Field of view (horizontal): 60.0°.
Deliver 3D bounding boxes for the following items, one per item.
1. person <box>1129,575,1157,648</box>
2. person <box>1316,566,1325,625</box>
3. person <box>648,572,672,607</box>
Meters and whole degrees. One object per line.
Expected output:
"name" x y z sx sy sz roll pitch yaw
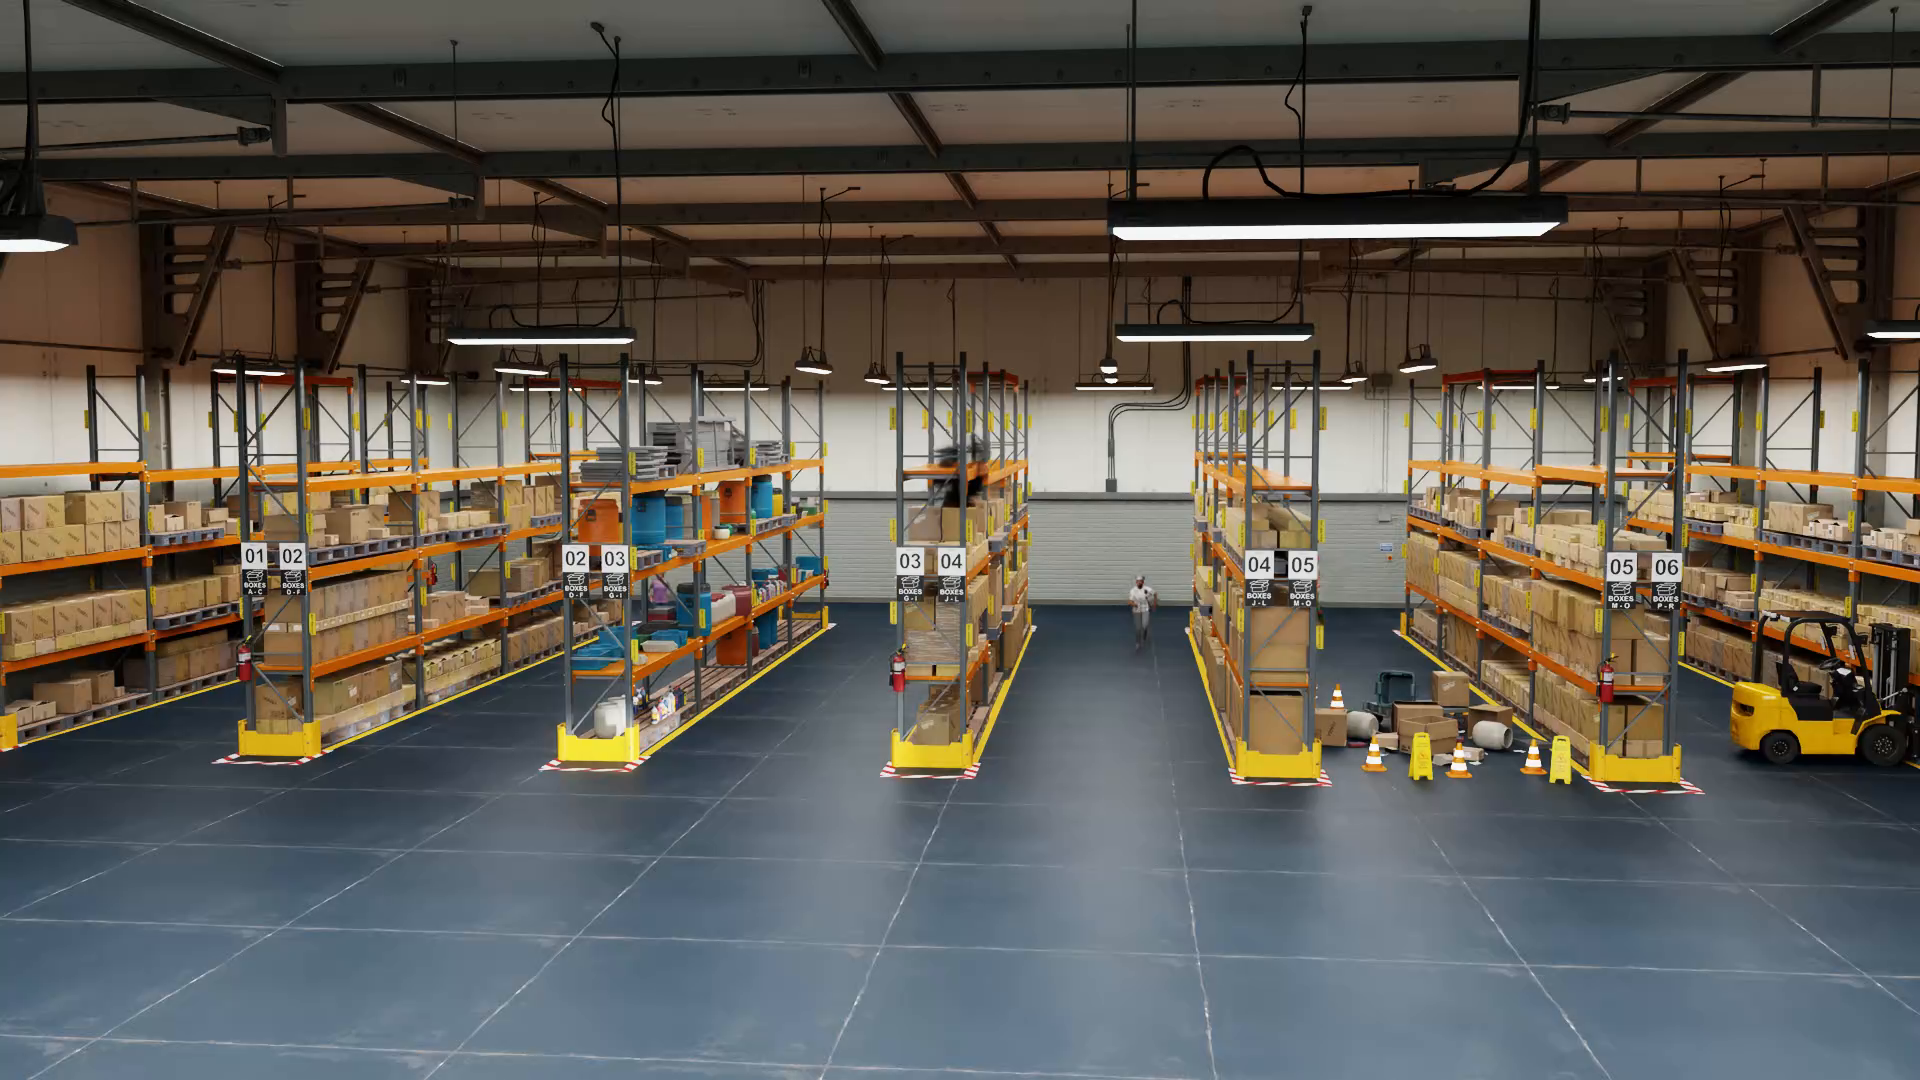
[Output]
"person" 3.993 1.573 36.384 0.600 1.651 0.786 1 4 12
"person" 8.552 1.227 40.609 0.758 1.812 0.628 0 4 7
"person" -6.997 1.477 38.722 0.588 1.569 0.573 -1 4 -10
